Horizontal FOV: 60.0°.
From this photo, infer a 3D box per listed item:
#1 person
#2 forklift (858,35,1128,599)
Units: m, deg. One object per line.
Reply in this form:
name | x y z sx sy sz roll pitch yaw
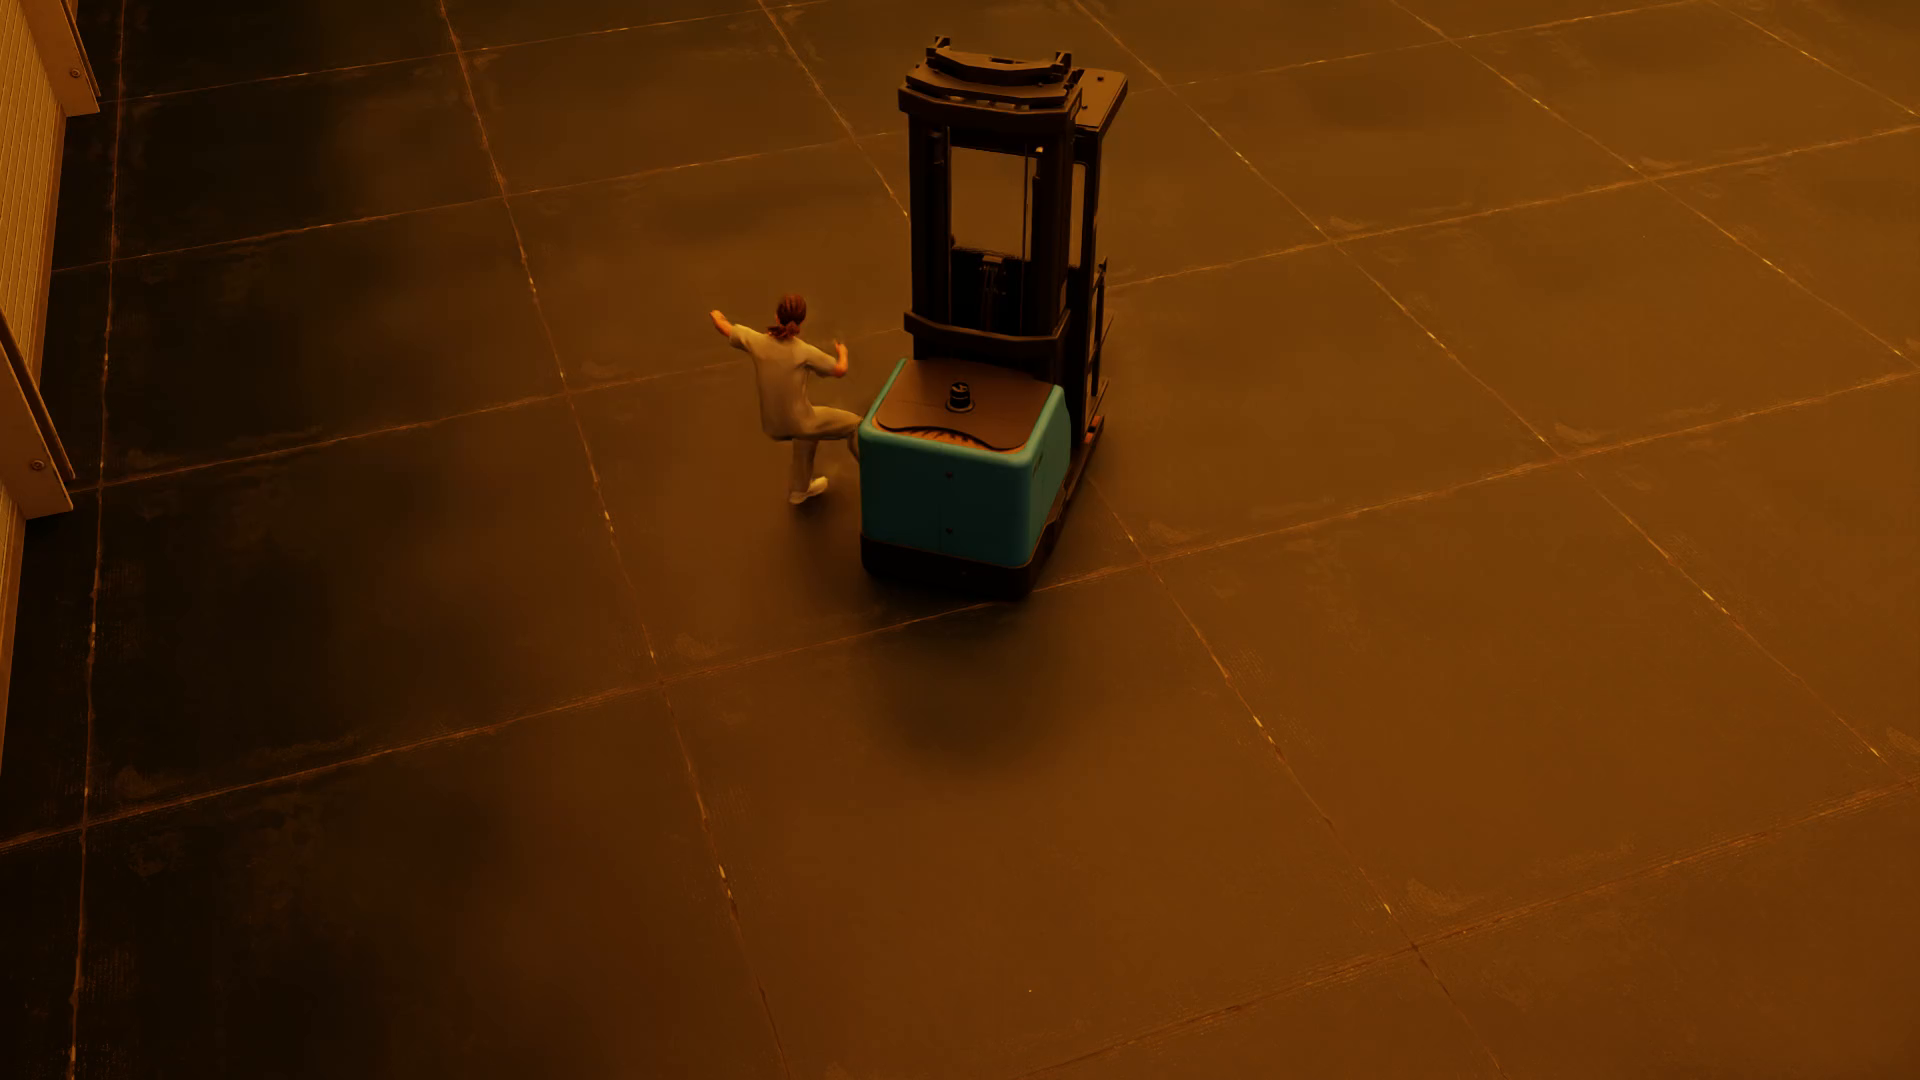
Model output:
person | -0.932 -0.889 10.222 1.450 1.389 0.719 10 41 12
forklift | 0.328 -1.733 10.060 1.130 2.935 3.031 11 41 13
